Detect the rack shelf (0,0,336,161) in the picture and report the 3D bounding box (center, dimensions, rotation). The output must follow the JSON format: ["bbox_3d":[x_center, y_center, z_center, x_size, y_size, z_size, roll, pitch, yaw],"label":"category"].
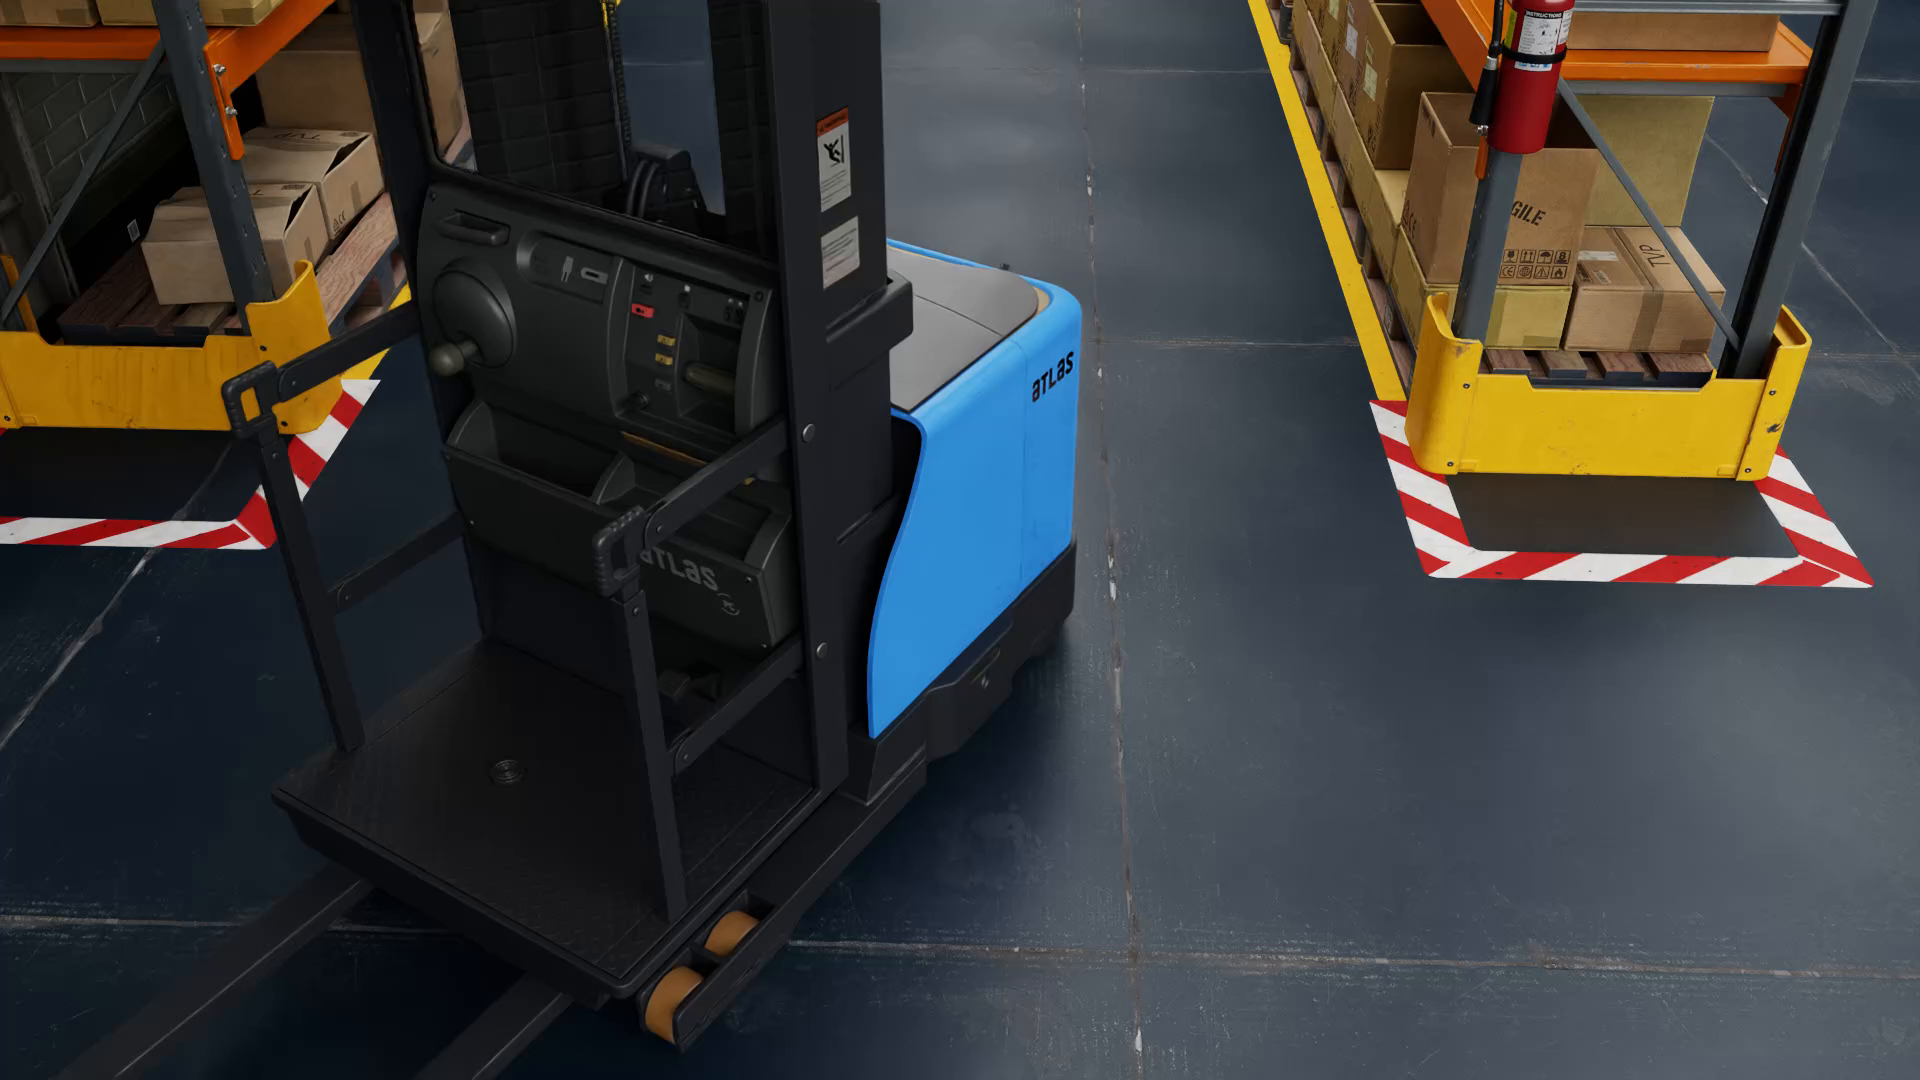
[{"bbox_3d":[-2.740,-2.517,6.848,1.077,0.370,4.000,1,35,2],"label":"rack shelf"}]

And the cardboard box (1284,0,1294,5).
[{"bbox_3d":[2.017,-3.140,9.135,0.500,0.250,0.500,1,35,1],"label":"cardboard box"}]

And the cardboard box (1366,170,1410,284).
[{"bbox_3d":[1.864,-1.199,6.373,0.500,0.250,0.500,1,35,2],"label":"cardboard box"}]

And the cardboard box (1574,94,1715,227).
[{"bbox_3d":[2.392,-1.494,6.140,0.500,0.500,0.500,1,35,2],"label":"cardboard box"}]

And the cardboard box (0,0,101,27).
[{"bbox_3d":[-2.995,-1.882,5.432,0.500,0.250,0.500,2,35,3],"label":"cardboard box"}]

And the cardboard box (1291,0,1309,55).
[{"bbox_3d":[1.969,-2.635,8.417,0.500,0.250,0.500,1,35,2],"label":"cardboard box"}]

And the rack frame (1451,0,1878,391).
[{"bbox_3d":[2.130,-1.550,4.846,1.000,3.000,0.127,1,35,2],"label":"rack frame"}]

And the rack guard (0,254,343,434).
[{"bbox_3d":[-2.817,-0.683,5.787,1.175,0.500,0.348,1,35,2],"label":"rack guard"}]

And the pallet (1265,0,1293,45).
[{"bbox_3d":[2.281,-3.131,9.522,1.003,0.211,1.213,1,35,2],"label":"pallet"}]

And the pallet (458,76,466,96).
[{"bbox_3d":[-2.651,-2.433,8.528,1.003,0.211,1.213,1,35,2],"label":"pallet"}]

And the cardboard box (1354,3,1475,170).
[{"bbox_3d":[1.879,-1.793,6.567,0.500,0.500,0.500,1,35,2],"label":"cardboard box"}]

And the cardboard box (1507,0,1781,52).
[{"bbox_3d":[2.161,-1.859,5.199,0.700,0.500,0.500,1,35,2],"label":"cardboard box"}]

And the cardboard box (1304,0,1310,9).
[{"bbox_3d":[1.959,-2.942,8.202,0.500,0.500,0.500,1,35,2],"label":"cardboard box"}]

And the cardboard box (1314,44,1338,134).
[{"bbox_3d":[1.918,-2.061,7.600,0.500,0.250,0.500,1,35,2],"label":"cardboard box"}]

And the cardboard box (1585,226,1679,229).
[{"bbox_3d":[2.390,-1.187,6.356,0.500,0.250,0.500,1,35,2],"label":"cardboard box"}]

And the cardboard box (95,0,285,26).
[{"bbox_3d":[-2.483,-1.882,5.432,0.500,0.250,0.500,0,35,1],"label":"cardboard box"}]

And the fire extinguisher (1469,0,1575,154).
[{"bbox_3d":[1.661,-1.461,4.787,0.296,0.674,0.183,1,35,2],"label":"fire extinguisher"}]

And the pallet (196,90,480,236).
[{"bbox_3d":[-2.697,-1.730,7.528,1.003,0.211,1.213,1,35,2],"label":"pallet"}]

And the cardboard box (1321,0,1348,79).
[{"bbox_3d":[1.919,-2.368,7.384,0.500,0.500,0.500,1,35,2],"label":"cardboard box"}]

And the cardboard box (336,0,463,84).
[{"bbox_3d":[-2.661,-2.520,8.019,0.500,0.500,0.500,-1,35,-2],"label":"cardboard box"}]

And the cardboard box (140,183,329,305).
[{"bbox_3d":[-2.702,-1.137,6.215,0.500,0.311,0.500,-2,35,-3],"label":"cardboard box"}]

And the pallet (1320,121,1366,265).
[{"bbox_3d":[2.170,-1.548,7.269,1.003,0.211,1.213,1,35,2],"label":"pallet"}]

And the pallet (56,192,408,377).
[{"bbox_3d":[-2.749,-1.031,6.533,1.003,0.211,1.213,1,35,2],"label":"pallet"}]

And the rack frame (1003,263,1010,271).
[{"bbox_3d":[0.026,-0.439,5.093,0.240,0.900,0.006,3,35,4],"label":"rack frame"}]

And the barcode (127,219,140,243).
[{"bbox_3d":[-3.101,-1.161,6.241,0.001,0.075,0.075,1,35,2],"label":"barcode"}]

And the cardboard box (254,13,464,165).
[{"bbox_3d":[-2.600,-1.963,7.225,0.700,0.500,0.500,-1,35,-1],"label":"cardboard box"}]

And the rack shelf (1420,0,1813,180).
[{"bbox_3d":[2.210,-2.404,6.688,1.077,0.370,4.000,1,35,2],"label":"rack shelf"}]

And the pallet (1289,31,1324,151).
[{"bbox_3d":[2.217,-2.251,8.269,1.003,0.211,1.213,1,35,2],"label":"pallet"}]

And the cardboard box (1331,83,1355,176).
[{"bbox_3d":[1.904,-1.774,7.191,0.500,0.250,0.500,1,35,2],"label":"cardboard box"}]

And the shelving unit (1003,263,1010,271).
[{"bbox_3d":[0.017,-0.381,5.010,0.258,0.900,0.210,3,35,4],"label":"shelving unit"}]

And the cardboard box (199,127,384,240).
[{"bbox_3d":[-2.679,-1.465,6.681,0.500,0.311,0.500,4,35,6],"label":"cardboard box"}]

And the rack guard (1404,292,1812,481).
[{"bbox_3d":[2.129,-0.513,5.545,1.175,0.500,0.348,1,35,2],"label":"rack guard"}]

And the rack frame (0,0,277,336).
[{"bbox_3d":[-2.820,-1.662,5.006,1.000,3.000,0.127,1,35,2],"label":"rack frame"}]

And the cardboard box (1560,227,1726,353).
[{"bbox_3d":[2.374,-0.899,5.947,0.500,0.250,0.500,1,35,2],"label":"cardboard box"}]

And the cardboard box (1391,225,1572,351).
[{"bbox_3d":[1.856,-0.911,5.964,0.500,0.250,0.500,1,35,2],"label":"cardboard box"}]

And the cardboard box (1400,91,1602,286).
[{"bbox_3d":[1.854,-1.218,5.749,0.500,0.500,0.500,1,35,2],"label":"cardboard box"}]

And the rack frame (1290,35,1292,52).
[{"bbox_3d":[2.290,-3.848,8.116,1.000,3.000,0.127,1,35,2],"label":"rack frame"}]

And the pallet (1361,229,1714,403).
[{"bbox_3d":[2.119,-0.849,6.275,1.003,0.211,1.213,1,35,2],"label":"pallet"}]

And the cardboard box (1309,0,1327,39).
[{"bbox_3d":[1.947,-2.655,7.793,0.500,0.500,0.500,1,35,2],"label":"cardboard box"}]

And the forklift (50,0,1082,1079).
[{"bbox_3d":[-0.882,-0.399,3.269,1.130,2.935,3.031,20,40,26],"label":"forklift"}]

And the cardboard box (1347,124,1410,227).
[{"bbox_3d":[1.882,-1.486,6.782,0.500,0.250,0.500,1,35,2],"label":"cardboard box"}]

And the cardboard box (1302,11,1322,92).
[{"bbox_3d":[1.944,-2.348,8.008,0.500,0.250,0.500,1,35,2],"label":"cardboard box"}]

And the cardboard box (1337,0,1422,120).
[{"bbox_3d":[1.901,-2.080,6.975,0.500,0.500,0.500,1,35,2],"label":"cardboard box"}]
